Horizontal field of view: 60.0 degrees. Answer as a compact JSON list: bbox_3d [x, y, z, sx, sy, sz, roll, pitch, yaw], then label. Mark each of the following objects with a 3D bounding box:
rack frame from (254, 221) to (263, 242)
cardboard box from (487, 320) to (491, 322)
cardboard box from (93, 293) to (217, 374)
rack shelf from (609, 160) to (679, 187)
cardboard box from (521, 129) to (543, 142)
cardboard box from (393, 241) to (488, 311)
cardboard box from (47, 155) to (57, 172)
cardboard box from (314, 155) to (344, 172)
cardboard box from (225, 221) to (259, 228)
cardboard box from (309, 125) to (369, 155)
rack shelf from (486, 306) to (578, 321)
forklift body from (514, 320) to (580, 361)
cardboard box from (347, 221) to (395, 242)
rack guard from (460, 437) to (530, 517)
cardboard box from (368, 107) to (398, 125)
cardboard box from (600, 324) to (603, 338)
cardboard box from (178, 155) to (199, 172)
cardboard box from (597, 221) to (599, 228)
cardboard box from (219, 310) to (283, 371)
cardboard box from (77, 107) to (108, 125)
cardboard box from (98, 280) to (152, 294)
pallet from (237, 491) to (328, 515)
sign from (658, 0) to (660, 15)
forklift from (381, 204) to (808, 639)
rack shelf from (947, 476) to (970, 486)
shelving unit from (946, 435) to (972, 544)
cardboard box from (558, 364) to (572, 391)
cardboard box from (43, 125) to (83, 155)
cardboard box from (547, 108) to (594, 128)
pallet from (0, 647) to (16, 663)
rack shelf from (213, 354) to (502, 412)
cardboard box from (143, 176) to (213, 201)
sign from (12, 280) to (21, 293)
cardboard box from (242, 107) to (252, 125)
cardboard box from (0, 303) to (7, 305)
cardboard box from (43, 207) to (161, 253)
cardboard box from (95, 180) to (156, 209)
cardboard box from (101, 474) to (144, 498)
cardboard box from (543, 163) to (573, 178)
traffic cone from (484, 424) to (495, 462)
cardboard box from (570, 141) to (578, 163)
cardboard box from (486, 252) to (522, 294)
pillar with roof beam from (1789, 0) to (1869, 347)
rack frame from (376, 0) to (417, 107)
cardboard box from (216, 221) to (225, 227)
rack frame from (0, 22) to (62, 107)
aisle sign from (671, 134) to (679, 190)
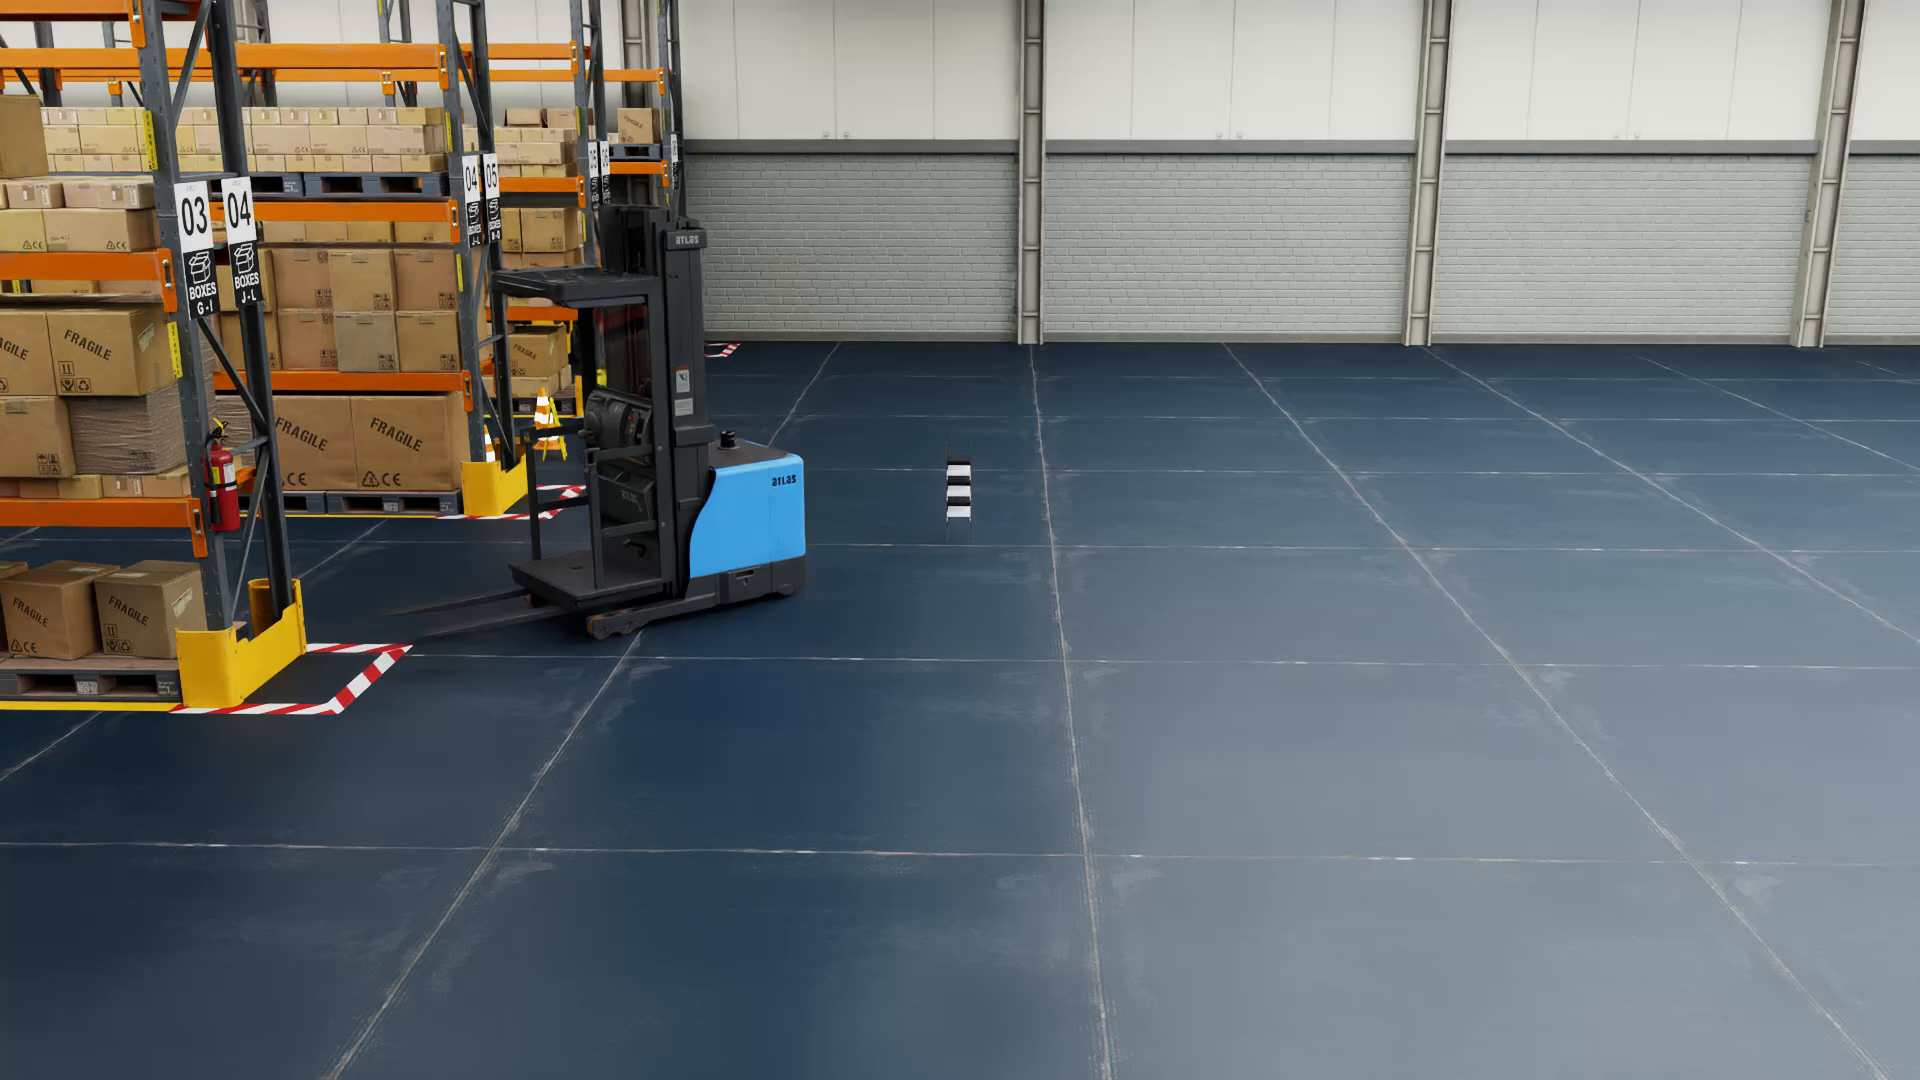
[{"bbox_3d":[-8.348,-3.104,20.225,0.127,3.000,1.000,0,15,1],"label":"rack frame"},{"bbox_3d":[-5.776,-2.554,19.966,0.250,0.149,0.380,1,15,2],"label":"cardboard box"},{"bbox_3d":[-5.145,-1.299,10.646,0.500,0.500,0.500,0,15,1],"label":"cardboard box"},{"bbox_3d":[-6.225,-5.459,24.682,4.000,0.370,1.077,0,15,1],"label":"rack shelf"},{"bbox_3d":[-4.951,-4.731,19.440,0.250,0.149,0.380,1,15,2],"label":"cardboard box"},{"bbox_3d":[-4.744,-2.422,15.228,0.550,0.550,0.875,0,15,1],"label":"cardboard box"},{"bbox_3d":[-8.018,-3.332,14.683,0.250,0.149,0.380,0,15,1],"label":"cardboard box"},{"bbox_3d":[-5.477,-3.316,14.622,0.250,0.149,0.380,1,15,2],"label":"cardboard box"},{"bbox_3d":[-8.809,-3.906,20.391,0.250,0.149,0.380,0,15,1],"label":"cardboard box"},{"bbox_3d":[-5.371,-3.523,14.626,0.500,0.250,0.500,0,15,2],"label":"cardboard box"},{"bbox_3d":[-6.348,-2.743,20.267,4.000,0.370,1.077,0,15,1],"label":"rack shelf"},{"bbox_3d":[-6.168,-3.480,23.316,1.214,2.155,2.313,0,15,1],"label":"forklift body"},{"bbox_3d":[-6.902,-3.702,19.754,0.500,0.500,0.700,0,15,0],"label":"cardboard box"},{"bbox_3d":[-4.350,-0.606,15.657,0.348,0.500,1.175,0,15,1],"label":"rack guard"},{"bbox_3d":[-4.969,-3.698,14.508,0.250,0.149,0.380,0,15,2],"label":"cardboard box"},{"bbox_3d":[-5.201,-3.145,24.949,0.500,0.250,0.500,0,15,1],"label":"cardboard box"},{"bbox_3d":[-6.745,-3.324,14.653,0.250,0.149,0.380,0,15,1],"label":"cardboard box"},{"bbox_3d":[-5.341,-4.652,24.626,0.250,0.149,0.380,0,15,1],"label":"cardboard box"},{"bbox_3d":[-6.384,-1.905,15.386,0.500,0.550,0.875,0,15,1],"label":"cardboard box"},{"bbox_3d":[-7.510,-3.715,14.570,0.250,0.149,0.380,0,15,1],"label":"cardboard box"},{"bbox_3d":[-7.452,-2.450,15.337,0.550,0.550,0.875,0,15,1],"label":"cardboard box"},{"bbox_3d":[-6.392,-0.460,15.671,1.213,0.211,1.003,0,15,1],"label":"pallet"},{"bbox_3d":[-4.254,-7.596,23.505,0.005,0.325,0.100,0,15,1],"label":"sign"},{"bbox_3d":[-2.631,-0.869,11.888,3.031,2.935,1.130,-12,19,-38],"label":"forklift"},{"bbox_3d":[-0.008,-0.490,14.211,0.200,0.077,0.258,0,15,1],"label":"rack shelf"},{"bbox_3d":[-0.008,-0.435,14.225,0.210,0.900,0.258,0,15,1],"label":"shelving unit"},{"bbox_3d":[-5.148,-2.027,20.710,0.500,0.250,0.500,0,15,1],"label":"cardboard box"},{"bbox_3d":[-7.891,-3.539,14.687,0.500,0.250,0.500,0,15,2],"label":"cardboard box"},{"bbox_3d":[-5.696,-6.067,24.359,0.500,0.500,0.700,0,15,2],"label":"cardboard box"},{"bbox_3d":[-6.706,0.774,10.992,1.213,0.211,1.003,0,15,1],"label":"pallet"},{"bbox_3d":[-6.374,-1.480,15.480,4.000,0.370,1.077,0,15,1],"label":"rack shelf"},{"bbox_3d":[-4.871,-2.182,10.363,0.250,0.149,0.380,0,15,1],"label":"cardboard box"},{"bbox_3d":[-8.377,-2.224,14.775,0.005,0.325,0.100,0,15,1],"label":"sign"},{"bbox_3d":[-6.245,-3.706,14.538,0.250,0.149,0.380,0,15,2],"label":"cardboard box"},{"bbox_3d":[-6.158,-1.172,10.165,0.500,0.500,0.500,0,15,1],"label":"cardboard box"},{"bbox_3d":[-5.091,-1.867,9.950,0.500,0.250,0.500,1,15,3],"label":"cardboard box"},{"bbox_3d":[-4.888,-2.043,9.838,0.250,0.149,0.380,0,15,1],"label":"cardboard box"},{"bbox_3d":[-5.142,-0.380,10.393,0.250,0.149,0.380,0,15,1],"label":"cardboard box"},{"bbox_3d":[-4.713,-4.338,19.514,0.250,0.149,0.380,0,15,2],"label":"cardboard box"},{"bbox_3d":[-4.869,-0.954,17.048,0.334,0.463,0.336,0,15,1],"label":"traffic cone"},{"bbox_3d":[-4.845,-4.671,19.994,0.500,0.250,0.500,0,15,0],"label":"cardboard box"},{"bbox_3d":[-5.399,-3.208,19.839,0.500,0.500,0.500,0,15,2],"label":"cardboard box"},{"bbox_3d":[12.985,-6.264,20.441,0.400,9.000,9.100,0,15,1],"label":"pillar with roof beam"},{"bbox_3d":[-8.225,-7.270,24.257,0.127,3.000,1.000,0,15,1],"label":"rack frame"},{"bbox_3d":[-10.874,-4.692,24.775,0.250,0.149,0.380,1,15,2],"label":"cardboard box"},{"bbox_3d":[-8.373,-4.742,14.672,0.127,3.000,1.000,0,15,1],"label":"rack frame"},{"bbox_3d":[-4.168,-5.525,24.307,0.004,0.787,0.394,0,15,1],"label":"aisle sign"}]
